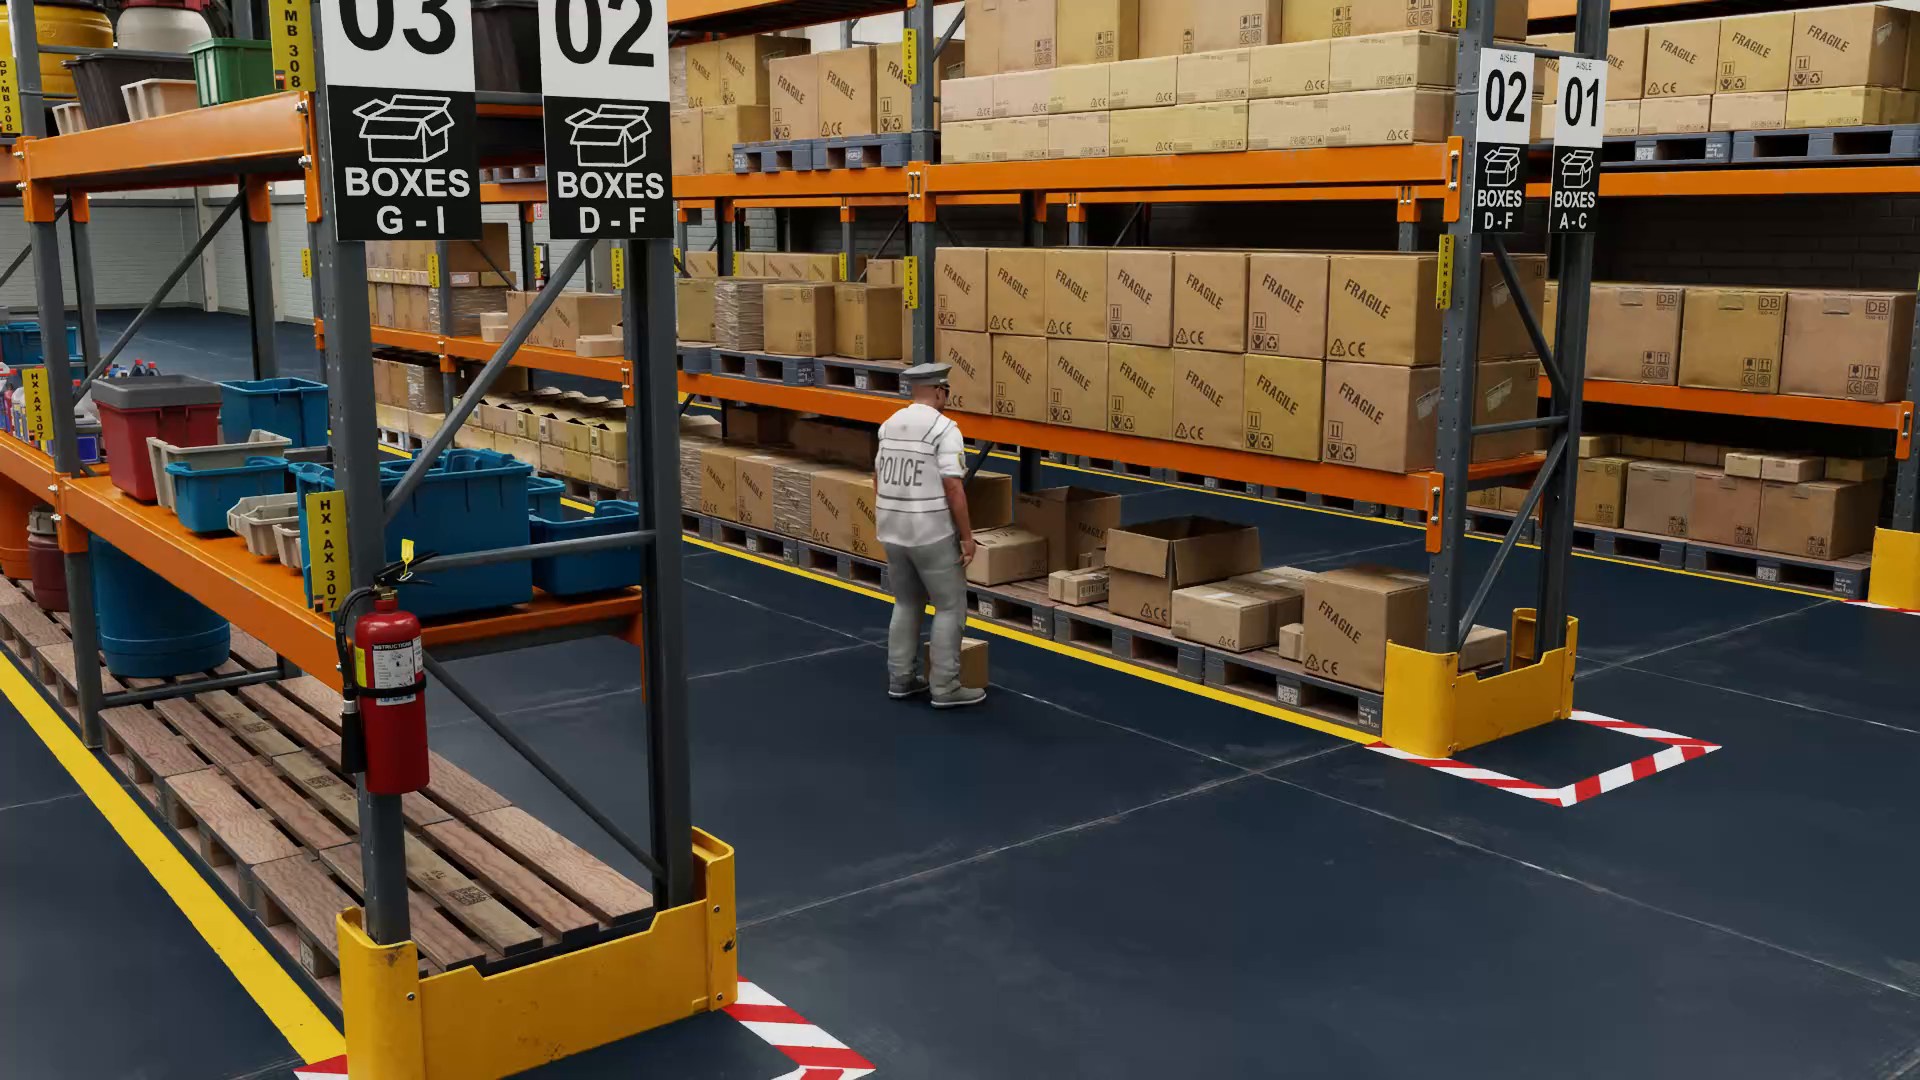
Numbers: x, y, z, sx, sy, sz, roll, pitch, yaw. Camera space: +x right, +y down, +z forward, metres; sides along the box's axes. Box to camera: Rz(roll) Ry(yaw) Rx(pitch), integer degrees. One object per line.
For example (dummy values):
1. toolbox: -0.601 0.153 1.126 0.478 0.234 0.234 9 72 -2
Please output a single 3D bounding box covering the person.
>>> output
1. person: -0.193 -0.025 8.543 0.588 1.747 0.433 9 14 38
